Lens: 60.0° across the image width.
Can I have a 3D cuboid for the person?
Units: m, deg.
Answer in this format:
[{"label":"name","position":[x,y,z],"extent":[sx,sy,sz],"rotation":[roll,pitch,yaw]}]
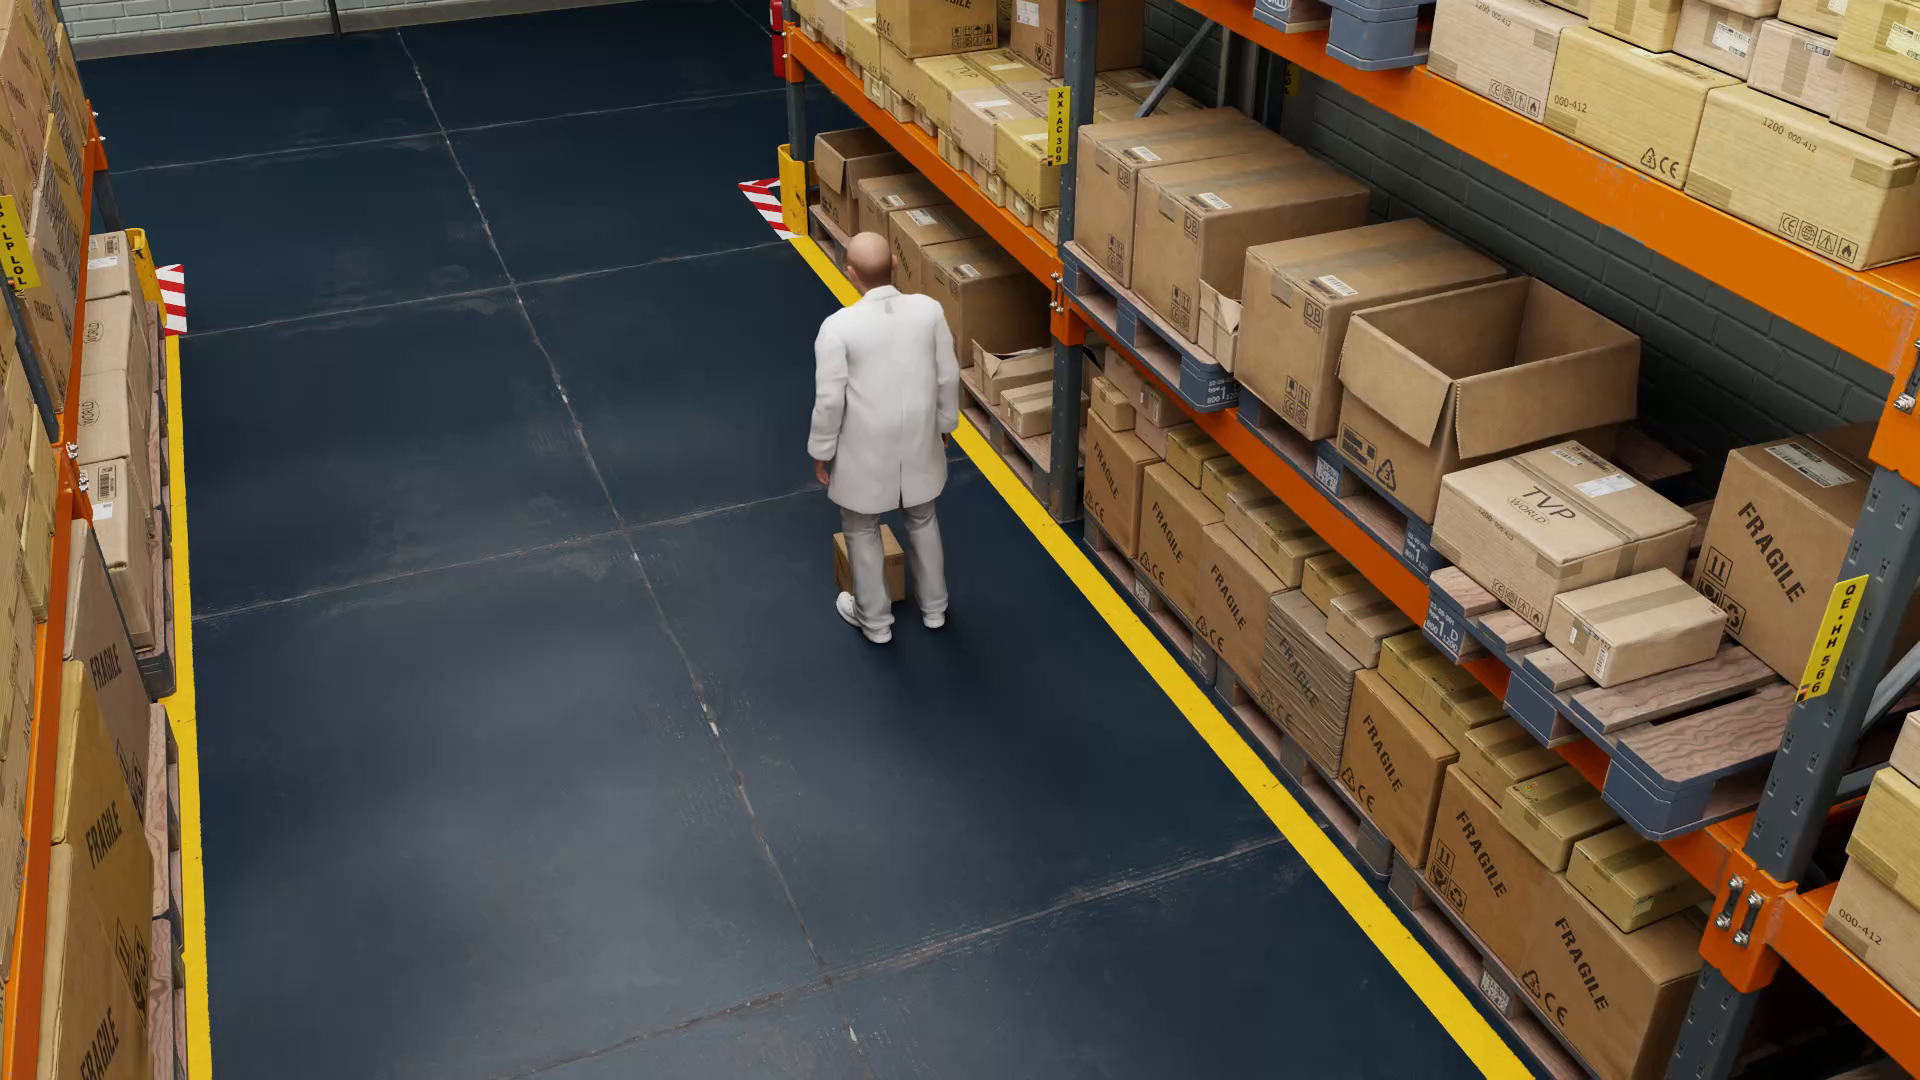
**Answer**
[{"label":"person","position":[-0.303,-0.397,6.765],"extent":[0.652,1.774,0.416],"rotation":[-13,35,-20]}]
